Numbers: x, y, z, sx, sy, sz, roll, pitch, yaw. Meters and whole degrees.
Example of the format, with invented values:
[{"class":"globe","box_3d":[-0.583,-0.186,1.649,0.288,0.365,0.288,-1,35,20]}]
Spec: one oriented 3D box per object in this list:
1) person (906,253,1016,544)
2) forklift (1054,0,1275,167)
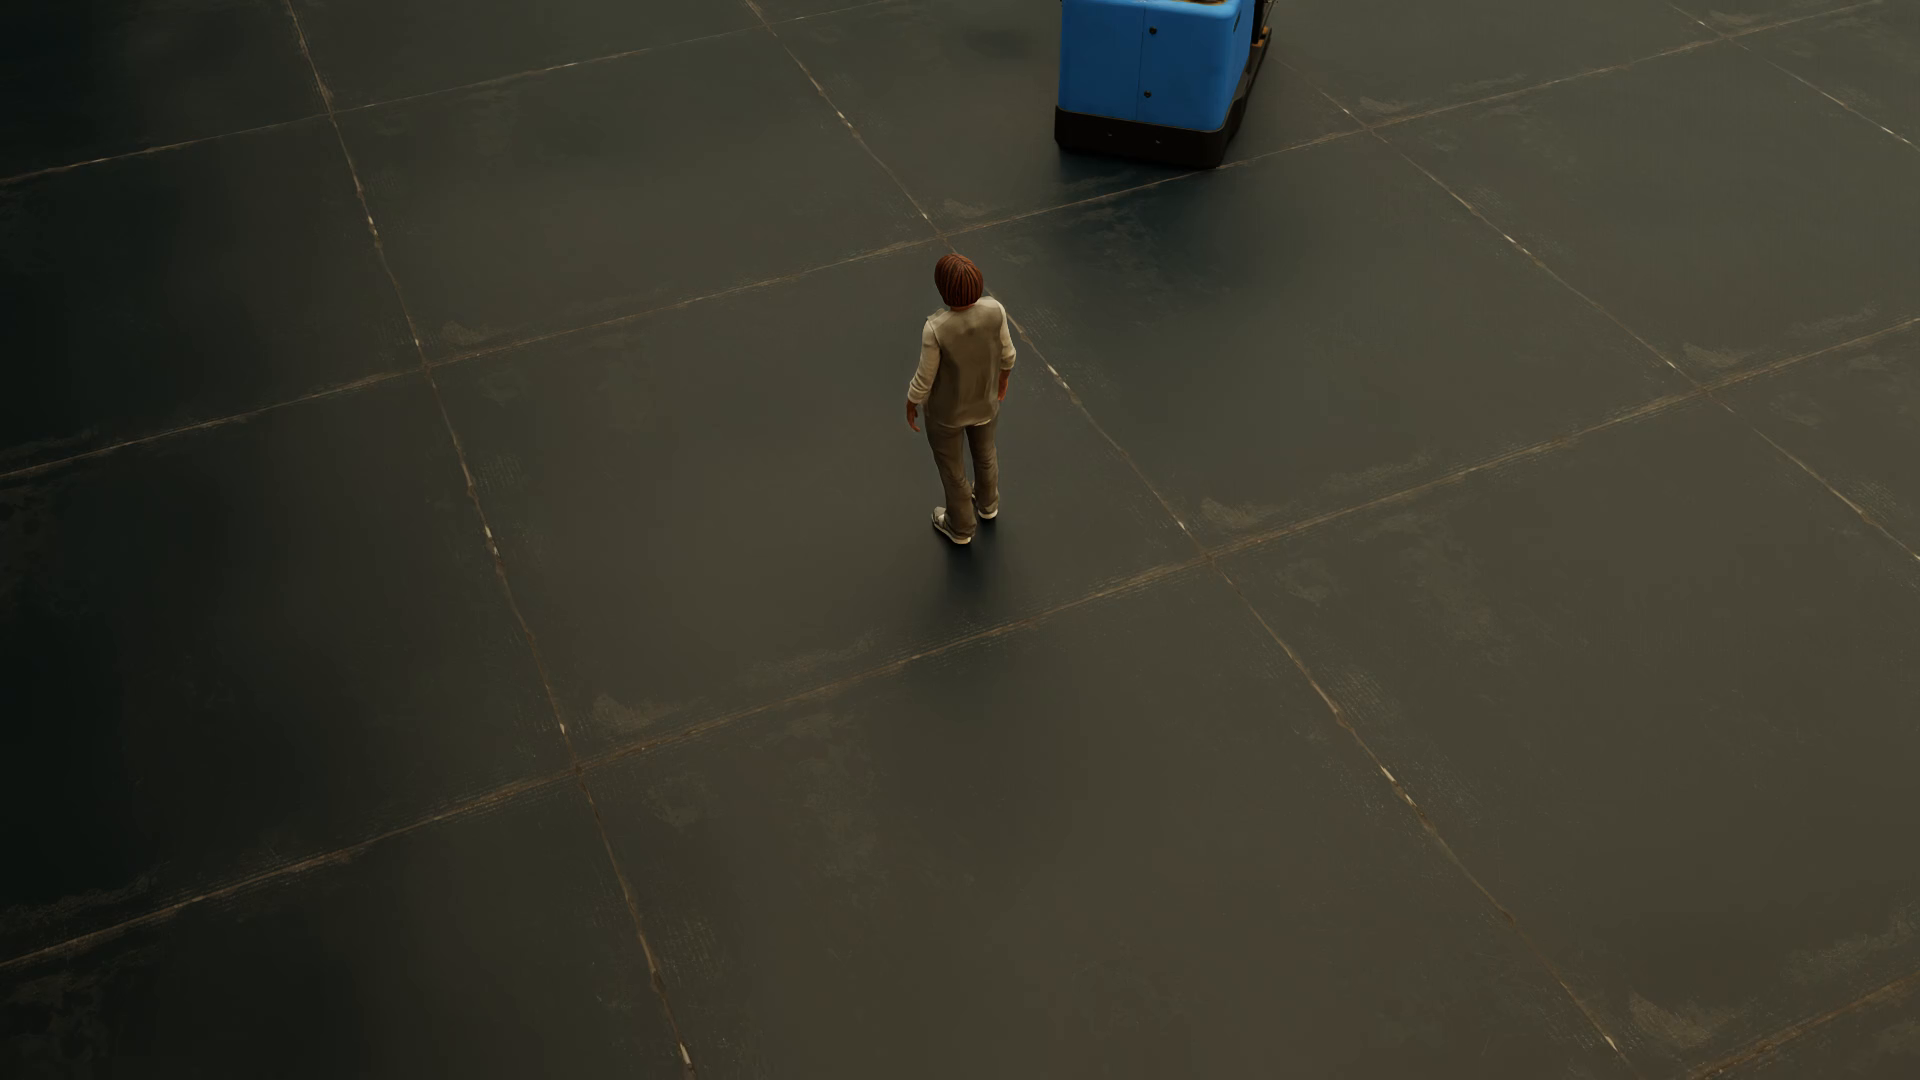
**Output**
[{"class":"person","box_3d":[-0.018,-0.640,7.332,0.520,1.599,0.473,-18,46,-18]},{"class":"forklift","box_3d":[1.509,-4.370,10.363,1.130,2.935,3.031,12,44,12]}]
